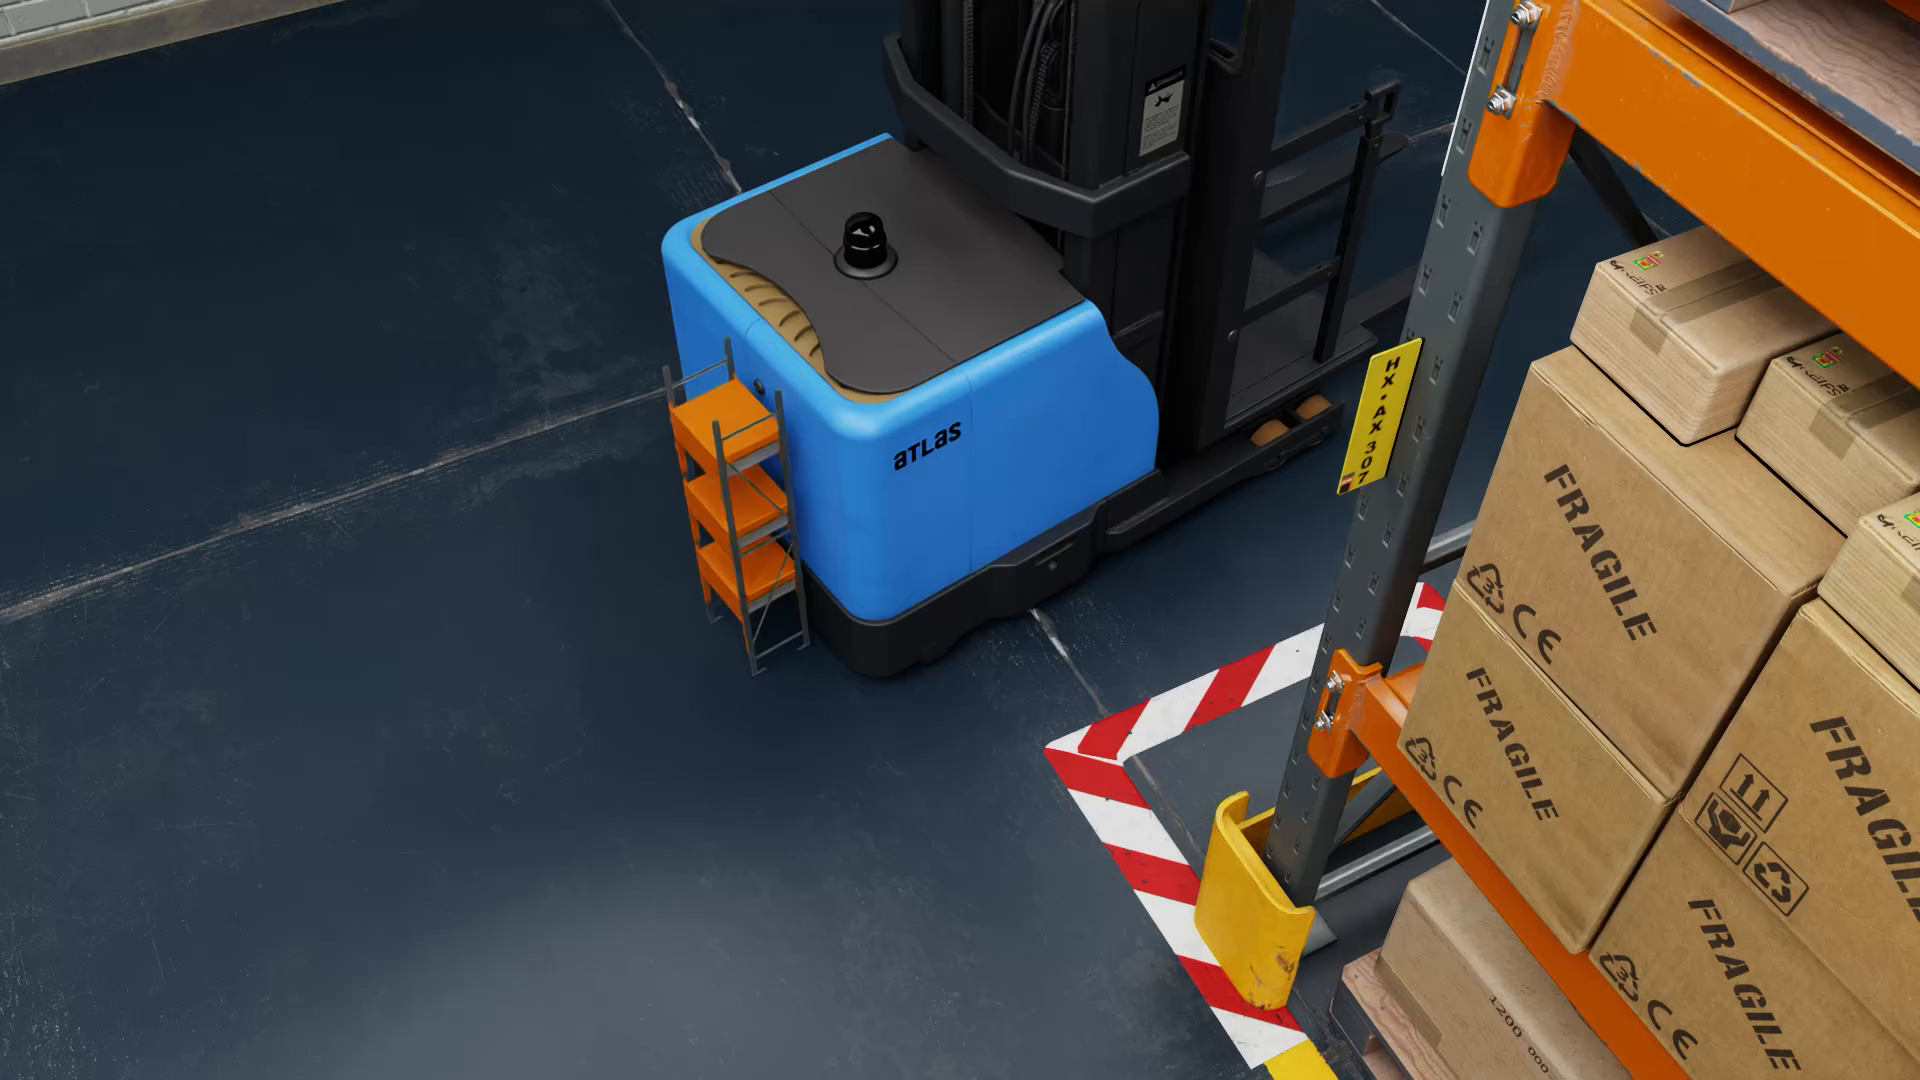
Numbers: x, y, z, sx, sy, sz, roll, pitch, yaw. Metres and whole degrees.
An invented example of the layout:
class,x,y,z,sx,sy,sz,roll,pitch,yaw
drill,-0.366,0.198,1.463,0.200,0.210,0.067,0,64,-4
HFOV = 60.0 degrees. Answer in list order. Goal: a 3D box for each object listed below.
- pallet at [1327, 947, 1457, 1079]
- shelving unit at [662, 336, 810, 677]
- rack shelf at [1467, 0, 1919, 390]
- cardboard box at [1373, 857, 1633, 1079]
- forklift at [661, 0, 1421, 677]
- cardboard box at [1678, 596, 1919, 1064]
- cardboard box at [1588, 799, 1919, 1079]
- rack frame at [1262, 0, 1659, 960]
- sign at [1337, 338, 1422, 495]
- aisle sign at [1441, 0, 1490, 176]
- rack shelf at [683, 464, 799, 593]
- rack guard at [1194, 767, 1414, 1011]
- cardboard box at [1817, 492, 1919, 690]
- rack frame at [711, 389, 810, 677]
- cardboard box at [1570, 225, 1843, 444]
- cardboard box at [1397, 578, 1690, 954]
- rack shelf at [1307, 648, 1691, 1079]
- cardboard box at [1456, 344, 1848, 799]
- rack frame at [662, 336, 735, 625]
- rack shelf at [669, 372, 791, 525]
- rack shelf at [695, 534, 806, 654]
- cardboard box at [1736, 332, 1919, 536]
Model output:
class,x,y,z,sx,sy,sz,roll,pitch,yaw
pallet,1.637,1.347,3.932,1.003,0.211,1.213,-21,52,-18
shelving unit,-0.604,-0.063,4.608,0.215,1.050,0.252,-29,55,-23
rack shelf,2.117,0.508,1.298,1.077,0.370,4.000,-21,52,-18
cardboard box,1.593,1.033,3.777,0.875,0.438,0.875,-23,53,-19
forklift,0.645,-1.485,4.602,3.031,2.935,1.130,-29,55,-23
cardboard box,1.411,0.321,2.246,0.500,0.500,0.500,-22,53,-18
cardboard box,1.423,0.637,2.634,0.500,0.500,0.500,-22,52,-18
rack frame,1.202,-0.080,3.327,1.000,3.000,0.127,-21,52,-18
sign,0.706,-0.203,2.807,0.100,0.325,0.005,-21,52,-18
aisle sign,0.911,-0.884,2.303,0.394,0.787,0.004,-21,52,-18
rack shelf,-0.604,-0.056,4.615,0.215,0.259,0.240,-29,55,-23
rack guard,1.191,0.727,4.282,1.175,0.500,0.348,-21,52,-18
cardboard box,1.318,0.042,2.059,0.380,0.149,0.250,-20,52,-16
rack frame,-0.531,0.010,4.543,0.200,1.050,0.008,-29,55,-23
cardboard box,1.118,-0.322,2.377,0.380,0.149,0.250,-20,52,-17
cardboard box,1.166,0.308,2.922,0.500,0.500,0.500,-22,52,-18
rack shelf,2.117,1.496,2.427,1.077,0.370,4.000,-21,52,-18
cardboard box,1.168,-0.022,2.546,0.500,0.500,0.500,-22,52,-18
rack frame,-0.677,-0.137,4.672,0.200,1.050,0.008,-29,55,-23
rack shelf,-0.605,-0.243,4.402,0.215,0.259,0.240,-29,55,-23
rack shelf,-0.604,0.126,4.825,0.215,0.259,0.240,-29,55,-23
cardboard box,1.302,-0.171,2.245,0.380,0.149,0.250,-20,52,-17
